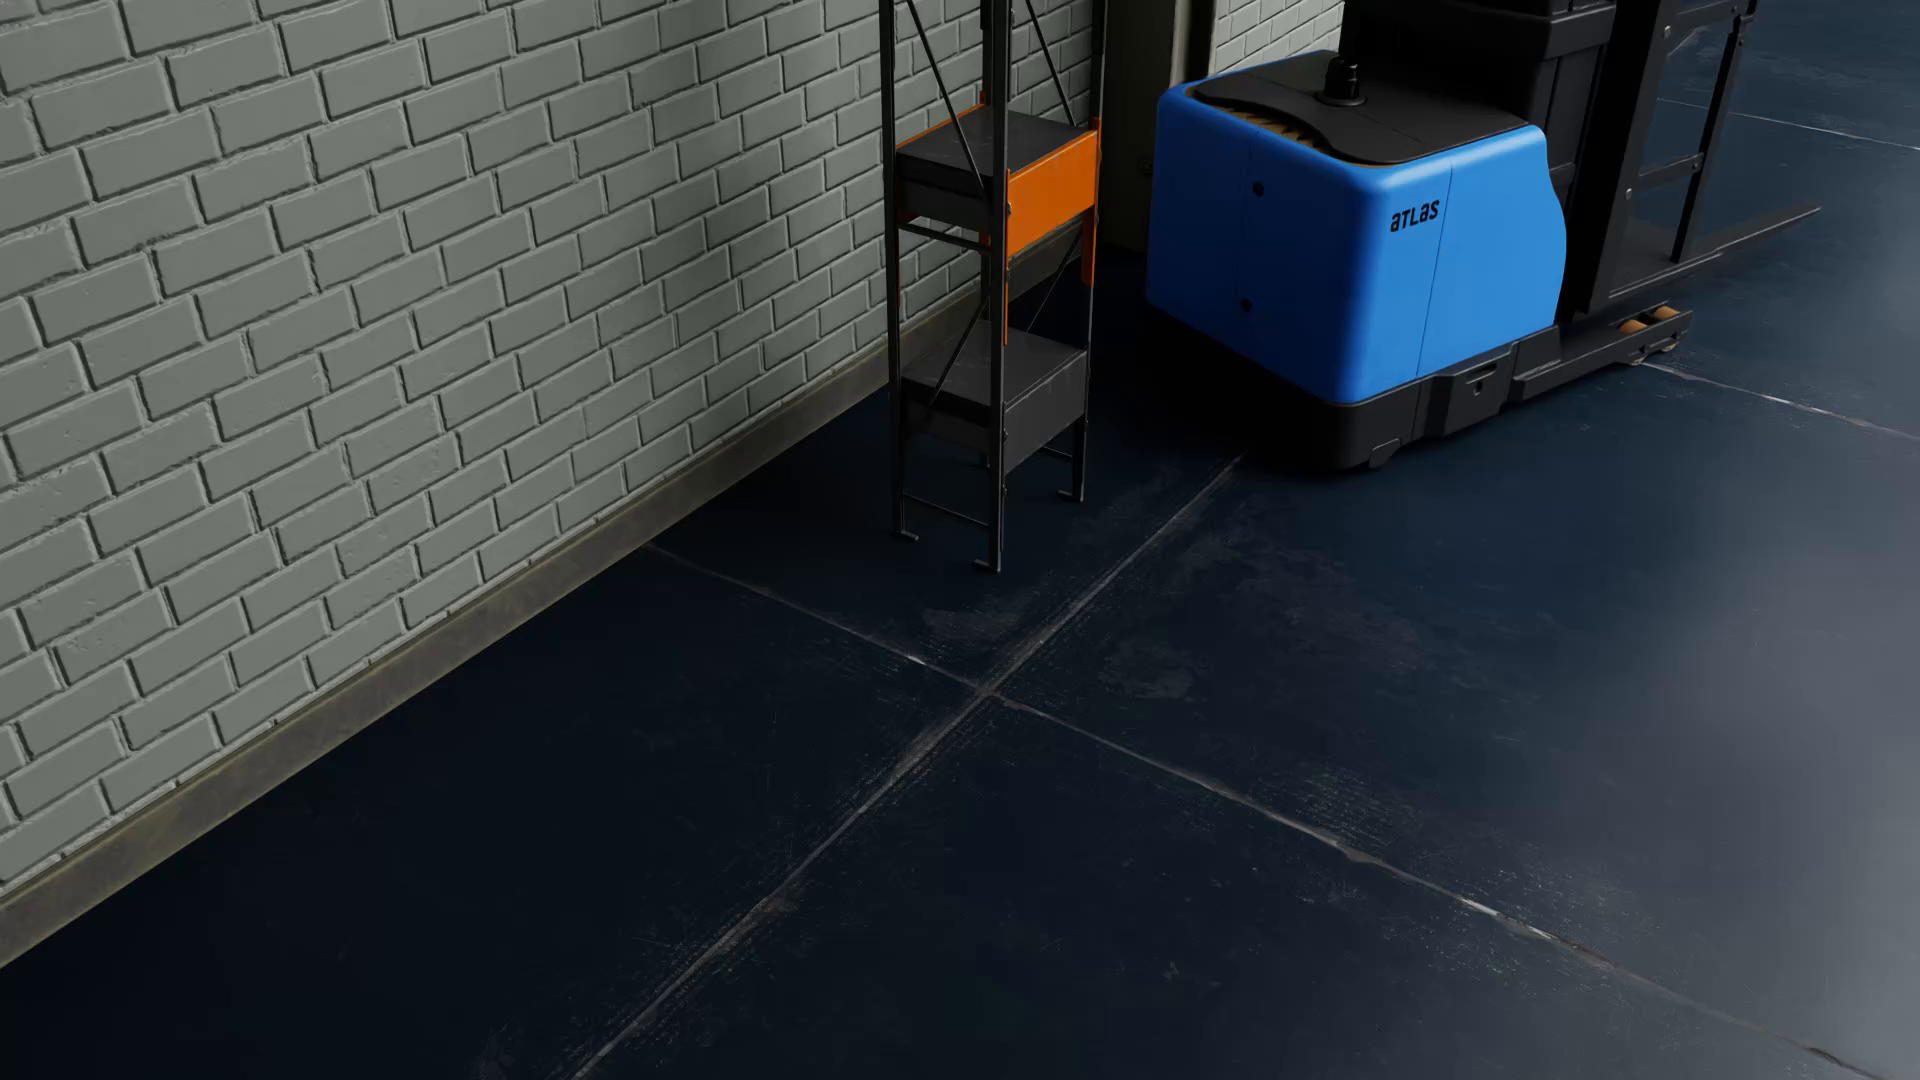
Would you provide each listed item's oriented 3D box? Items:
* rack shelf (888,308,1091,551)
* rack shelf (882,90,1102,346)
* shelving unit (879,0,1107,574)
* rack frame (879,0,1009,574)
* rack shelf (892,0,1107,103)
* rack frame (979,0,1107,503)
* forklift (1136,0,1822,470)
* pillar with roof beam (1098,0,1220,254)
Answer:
[{"bbox_3d":[0.094,-0.355,5.174,0.431,0.518,0.480,21,39,28],"label":"rack shelf"},{"bbox_3d":[0.094,-0.935,4.782,0.431,0.518,0.480,21,39,28],"label":"rack shelf"},{"bbox_3d":[0.094,-0.946,4.774,0.431,2.100,0.503,21,39,28],"label":"shelving unit"},{"bbox_3d":[-0.045,-0.834,4.608,0.400,2.100,0.015,21,39,28],"label":"rack frame"},{"bbox_3d":[0.094,-1.515,4.390,0.431,0.518,0.480,21,39,28],"label":"rack shelf"},{"bbox_3d":[0.234,-1.058,4.940,0.400,2.100,0.015,21,39,28],"label":"rack frame"},{"bbox_3d":[2.150,-2.087,5.720,3.031,2.935,1.130,-21,39,-28],"label":"forklift"},{"bbox_3d":[4.356,-3.690,2.673,9.100,9.000,0.400,21,39,28],"label":"pillar with roof beam"}]
